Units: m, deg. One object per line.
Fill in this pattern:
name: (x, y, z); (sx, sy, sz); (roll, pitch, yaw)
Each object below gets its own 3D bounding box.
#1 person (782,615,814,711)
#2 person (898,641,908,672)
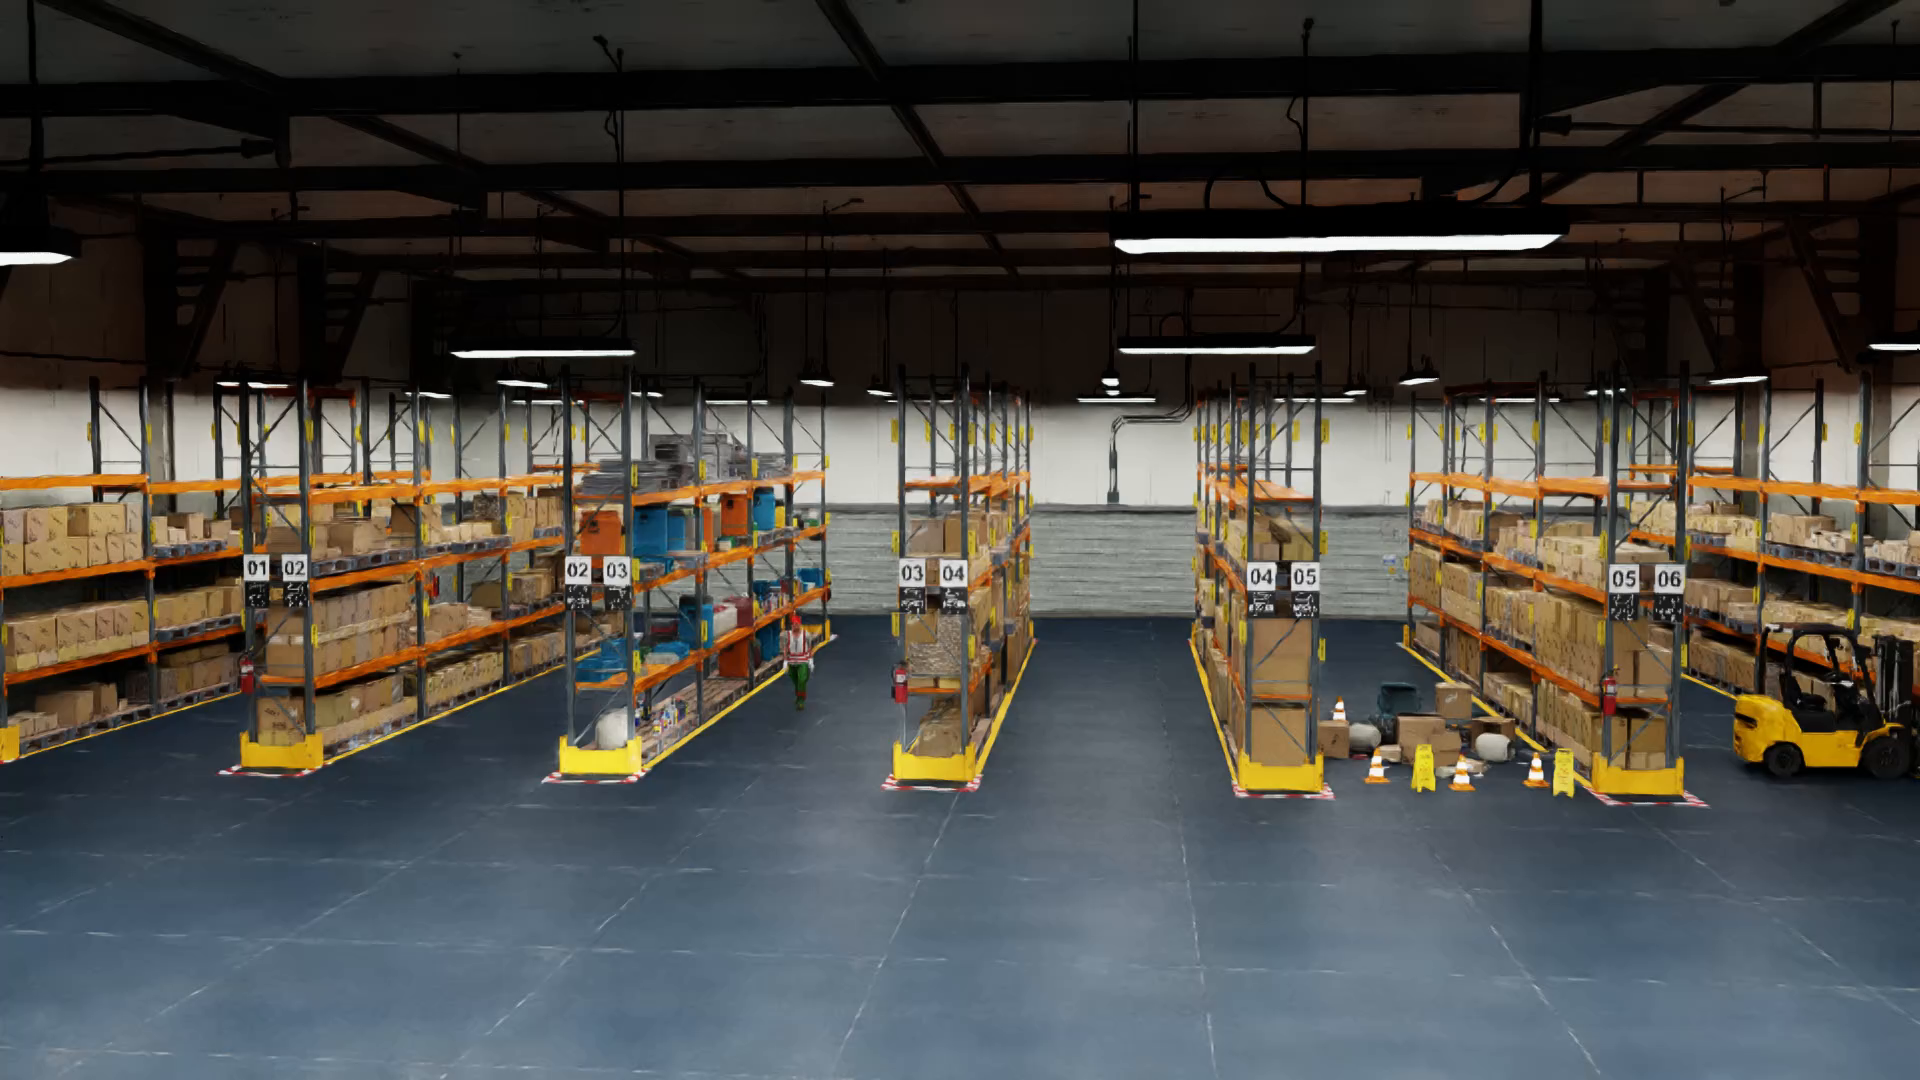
person: (-2.952, 2.202, 30.109); (0.553, 1.706, 1.123); (0, 4, 8)
person: (-0.993, 1.955, 34.013); (0.588, 1.694, 1.193); (0, 4, 4)
